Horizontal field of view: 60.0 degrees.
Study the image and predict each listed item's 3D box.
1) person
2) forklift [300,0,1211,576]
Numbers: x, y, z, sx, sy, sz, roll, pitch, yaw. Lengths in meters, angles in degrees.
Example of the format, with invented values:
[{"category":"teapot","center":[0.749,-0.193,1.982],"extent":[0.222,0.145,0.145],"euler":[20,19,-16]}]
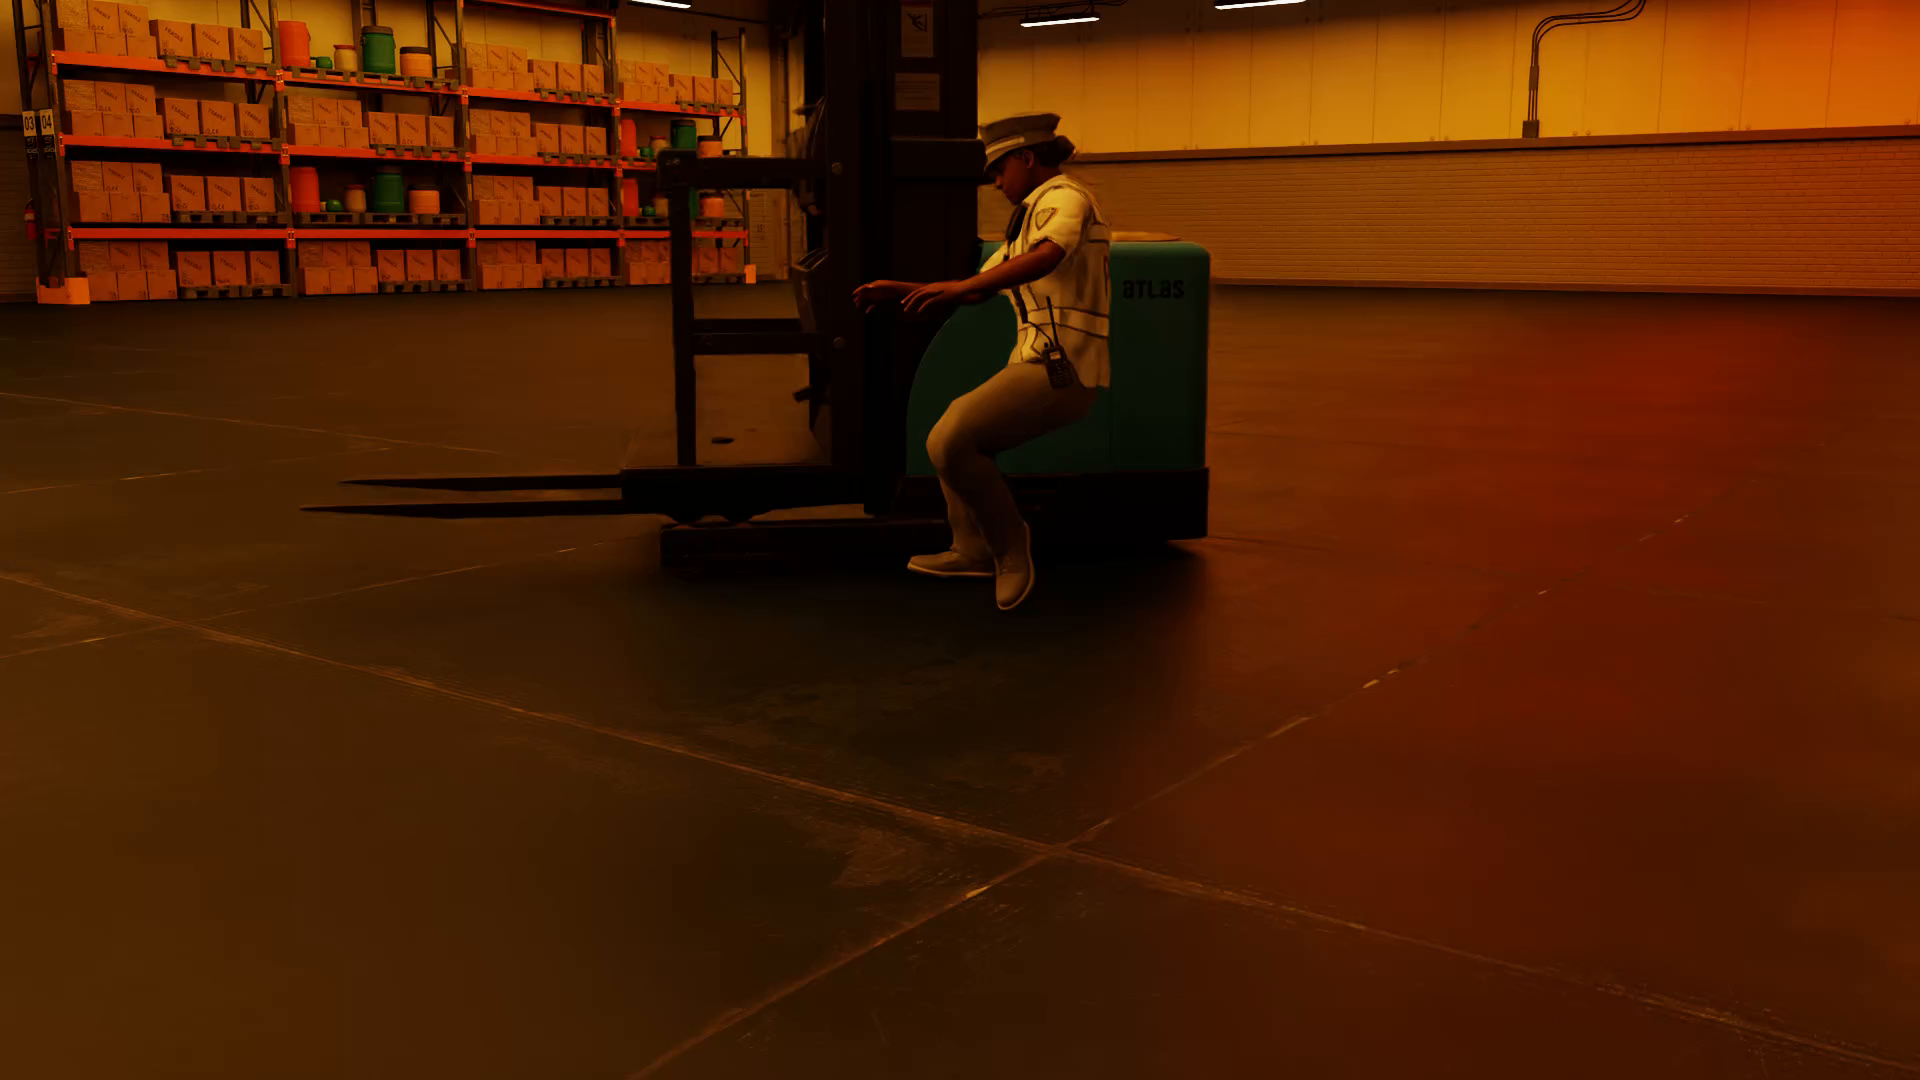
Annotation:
[{"category":"person","center":[0.057,-0.519,4.880],"extent":[0.751,1.442,0.858],"euler":[0,10,-2]},{"category":"forklift","center":[-0.702,-1.427,5.734],"extent":[3.031,2.935,1.130],"euler":[-2,10,-9]}]
